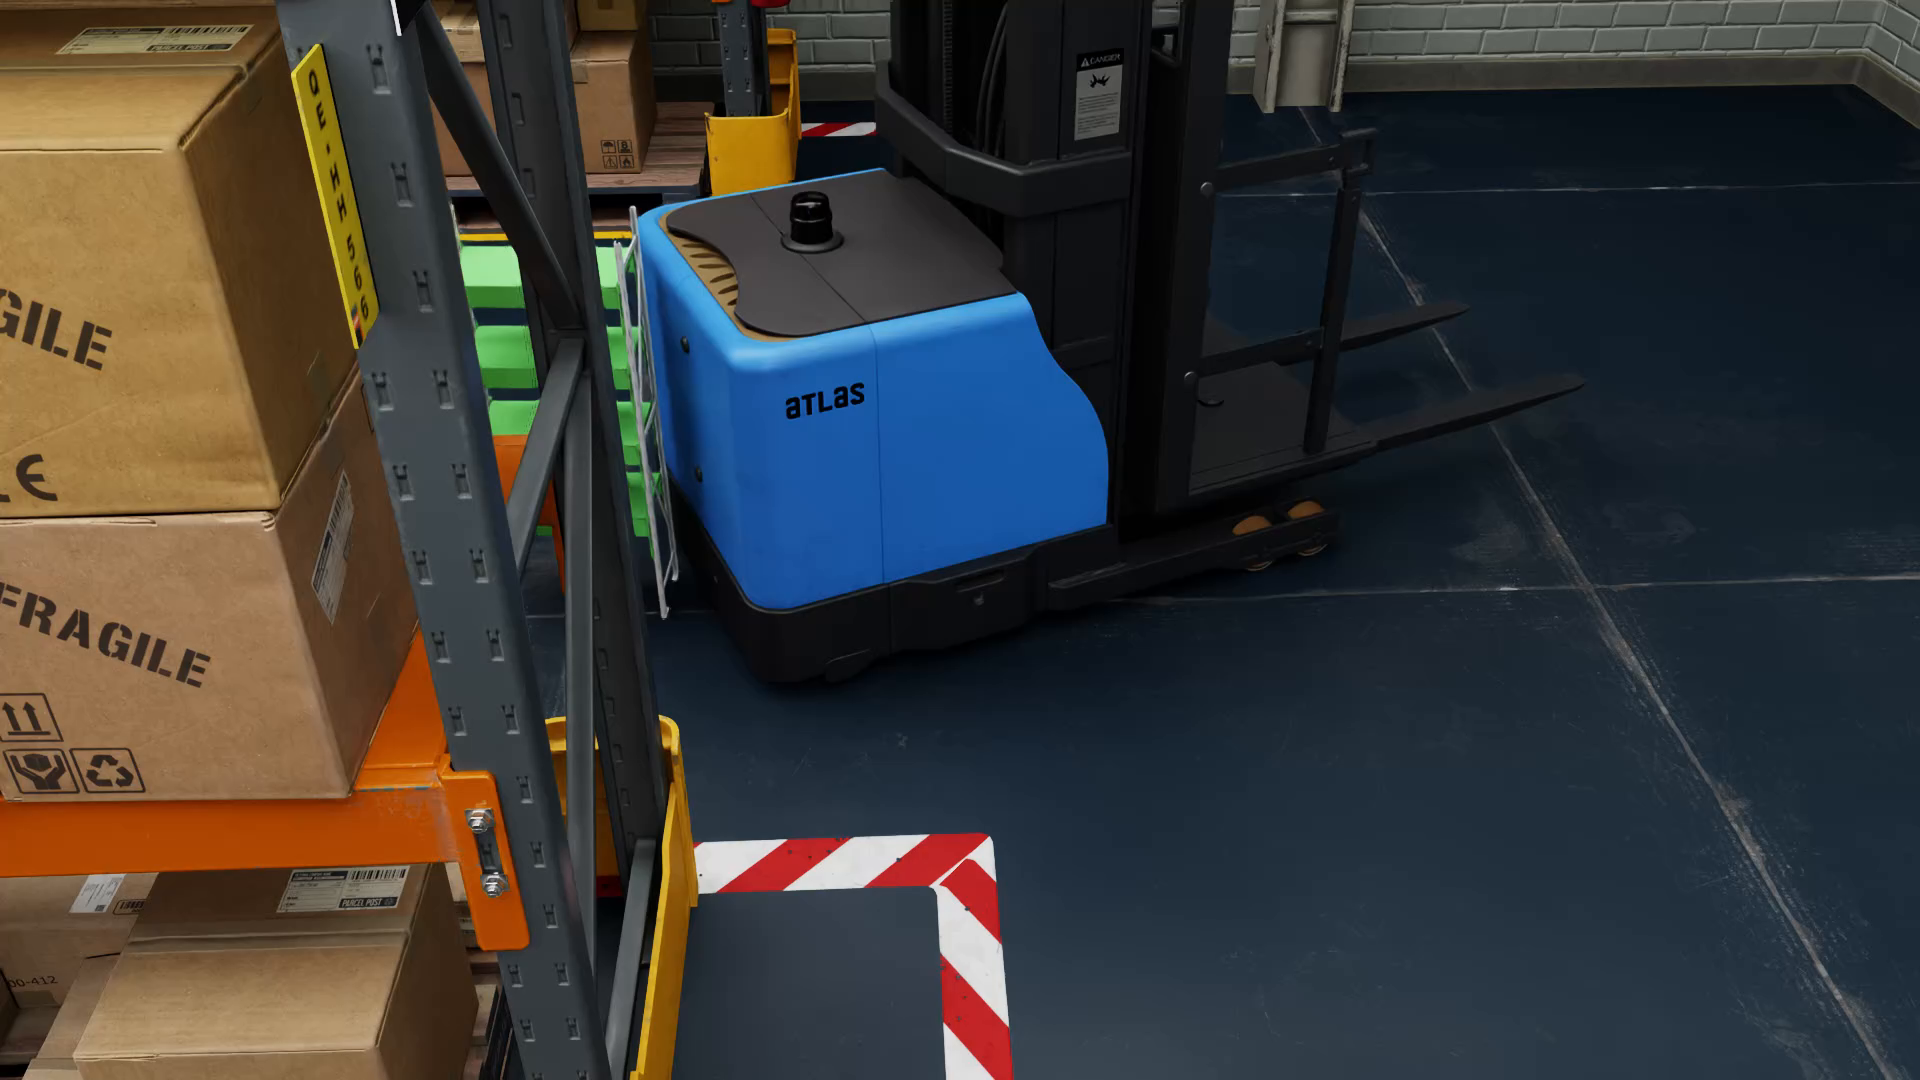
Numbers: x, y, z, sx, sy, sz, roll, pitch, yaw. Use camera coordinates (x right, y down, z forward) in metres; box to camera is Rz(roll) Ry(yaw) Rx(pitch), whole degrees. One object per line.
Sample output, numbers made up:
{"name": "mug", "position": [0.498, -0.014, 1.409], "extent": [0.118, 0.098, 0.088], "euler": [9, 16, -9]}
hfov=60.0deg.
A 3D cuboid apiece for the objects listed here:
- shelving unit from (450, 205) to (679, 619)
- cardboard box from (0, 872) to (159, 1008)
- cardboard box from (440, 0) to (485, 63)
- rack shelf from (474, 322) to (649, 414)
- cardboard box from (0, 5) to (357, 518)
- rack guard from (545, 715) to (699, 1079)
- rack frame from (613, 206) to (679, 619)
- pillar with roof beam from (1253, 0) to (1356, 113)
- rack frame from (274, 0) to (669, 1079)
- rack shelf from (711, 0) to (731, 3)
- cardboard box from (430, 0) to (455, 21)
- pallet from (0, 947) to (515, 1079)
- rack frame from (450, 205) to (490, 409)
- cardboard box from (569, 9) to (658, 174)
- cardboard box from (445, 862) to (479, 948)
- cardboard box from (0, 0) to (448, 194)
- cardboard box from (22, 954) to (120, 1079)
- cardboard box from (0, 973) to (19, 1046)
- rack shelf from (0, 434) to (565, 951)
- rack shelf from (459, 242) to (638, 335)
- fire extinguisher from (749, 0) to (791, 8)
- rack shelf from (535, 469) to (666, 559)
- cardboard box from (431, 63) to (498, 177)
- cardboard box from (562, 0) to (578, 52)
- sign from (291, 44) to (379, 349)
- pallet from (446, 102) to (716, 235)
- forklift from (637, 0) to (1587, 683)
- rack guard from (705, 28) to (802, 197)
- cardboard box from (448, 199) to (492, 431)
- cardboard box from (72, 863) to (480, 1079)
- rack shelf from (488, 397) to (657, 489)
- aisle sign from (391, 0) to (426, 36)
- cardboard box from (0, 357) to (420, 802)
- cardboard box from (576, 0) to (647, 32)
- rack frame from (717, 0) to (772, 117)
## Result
{"name": "shelving unit", "position": [-1.116, -0.330, 4.672], "extent": [0.503, 1.200, 0.258], "euler": [1, 35, 1]}
{"name": "cardboard box", "position": [-1.761, 0.726, 3.595], "extent": [0.500, 0.250, 0.500], "euler": [-2, 35, -2]}
{"name": "cardboard box", "position": [-2.013, -2.128, 6.946], "extent": [0.250, 0.149, 0.380], "euler": [-1, 35, -1]}
{"name": "rack shelf", "position": [-1.116, -0.475, 4.572], "extent": [0.480, 0.148, 0.258], "euler": [1, 35, 1]}
{"name": "cardboard box", "position": [-1.137, -0.375, 2.189], "extent": [0.500, 0.500, 0.500], "euler": [-2, 35, -3]}
{"name": "rack guard", "position": [-0.781, 0.939, 3.454], "extent": [0.348, 0.500, 1.175], "euler": [-2, 35, -2]}
{"name": "rack frame", "position": [-0.872, -0.327, 4.669], "extent": [0.015, 1.200, 0.240], "euler": [1, 35, 1]}
{"name": "pillar with roof beam", "position": [1.917, -3.491, 2.386], "extent": [0.400, 9.000, 9.100], "euler": [-2, 35, -2]}
{"name": "rack frame", "position": [-0.705, -0.091, 2.745], "extent": [0.127, 3.000, 1.000], "euler": [-2, 35, -2]}
{"name": "rack shelf", "position": [-2.941, -2.557, 6.941], "extent": [4.000, 0.370, 1.077], "euler": [-2, 35, -2]}
{"name": "cardboard box", "position": [-2.278, -2.339, 7.251], "extent": [0.250, 0.149, 0.380], "euler": [-1, 35, -2]}
{"name": "pallet", "position": [-1.577, 1.080, 3.504], "extent": [1.213, 0.211, 1.003], "euler": [-2, 35, -2]}
{"name": "rack frame", "position": [-1.360, -0.333, 4.676], "extent": [0.015, 1.200, 0.240], "euler": [1, 35, 1]}
{"name": "cardboard box", "position": [-1.638, -1.976, 7.296], "extent": [0.500, 0.500, 0.700], "euler": [-2, 35, -2]}
{"name": "cardboard box", "position": [-1.140, 0.717, 3.697], "extent": [0.250, 0.149, 0.380], "euler": [-2, 35, -2]}
{"name": "cardboard box", "position": [-1.161, -0.681, 2.632], "extent": [0.500, 0.500, 0.500], "euler": [-1, 35, -1]}
{"name": "cardboard box", "position": [-1.645, 1.008, 3.261], "extent": [0.250, 0.166, 0.380], "euler": [-2, 35, -2]}
{"name": "cardboard box", "position": [-2.187, 1.022, 3.167], "extent": [0.500, 0.250, 0.500], "euler": [-2, 35, -2]}
{"name": "rack shelf", "position": [-2.703, 0.259, 2.872], "extent": [4.000, 0.370, 1.077], "euler": [-2, 35, -2]}
{"name": "rack shelf", "position": [-1.116, -0.672, 4.436], "extent": [0.480, 0.148, 0.258], "euler": [1, 35, 1]}
{"name": "fire extinguisher", "position": [-0.771, -2.463, 6.569], "extent": [0.183, 0.674, 0.296], "euler": [-2, 35, -2]}
{"name": "rack shelf", "position": [-1.116, -0.080, 4.845], "extent": [0.480, 0.148, 0.258], "euler": [1, 35, 1]}
{"name": "cardboard box", "position": [-2.138, -1.962, 7.277], "extent": [0.500, 0.500, 0.700], "euler": [-2, 35, -2]}
{"name": "cardboard box", "position": [-1.757, -2.135, 6.957], "extent": [0.250, 0.149, 0.380], "euler": [-2, 35, -3]}
{"name": "sign", "position": [-0.699, -0.381, 1.869], "extent": [0.005, 0.325, 0.100], "euler": [-2, 35, -2]}
{"name": "pallet", "position": [-1.738, -1.694, 7.512], "extent": [1.213, 0.211, 1.003], "euler": [-2, 35, -2]}
{"name": "forklift", "position": [0.615, -1.368, 4.651], "extent": [3.031, 2.935, 1.130], "euler": [-15, 37, -20]}
{"name": "rack guard", "position": [-0.919, -1.879, 7.526], "extent": [0.348, 0.500, 1.175], "euler": [-2, 35, -2]}
{"name": "cardboard box", "position": [-1.161, -0.270, 2.916], "extent": [0.500, 0.500, 0.500], "euler": [-1, 35, -1]}
{"name": "cardboard box", "position": [-1.236, 0.911, 3.108], "extent": [0.500, 0.500, 0.500], "euler": [-2, 35, -2]}
{"name": "rack shelf", "position": [-1.116, -0.277, 4.709], "extent": [0.480, 0.148, 0.258], "euler": [1, 35, 1]}
{"name": "aisle sign", "position": [-0.622, -0.987, 1.756], "extent": [0.004, 0.787, 0.394], "euler": [-2, 35, -2]}
{"name": "cardboard box", "position": [-1.140, 0.035, 2.476], "extent": [0.500, 0.500, 0.500], "euler": [-1, 35, -1]}
{"name": "cardboard box", "position": [-1.522, -2.359, 7.281], "extent": [0.250, 0.149, 0.380], "euler": [-1, 35, -2]}
{"name": "rack frame", "position": [-0.943, -2.906, 6.814], "extent": [0.127, 3.000, 1.000], "euler": [-2, 35, -2]}
